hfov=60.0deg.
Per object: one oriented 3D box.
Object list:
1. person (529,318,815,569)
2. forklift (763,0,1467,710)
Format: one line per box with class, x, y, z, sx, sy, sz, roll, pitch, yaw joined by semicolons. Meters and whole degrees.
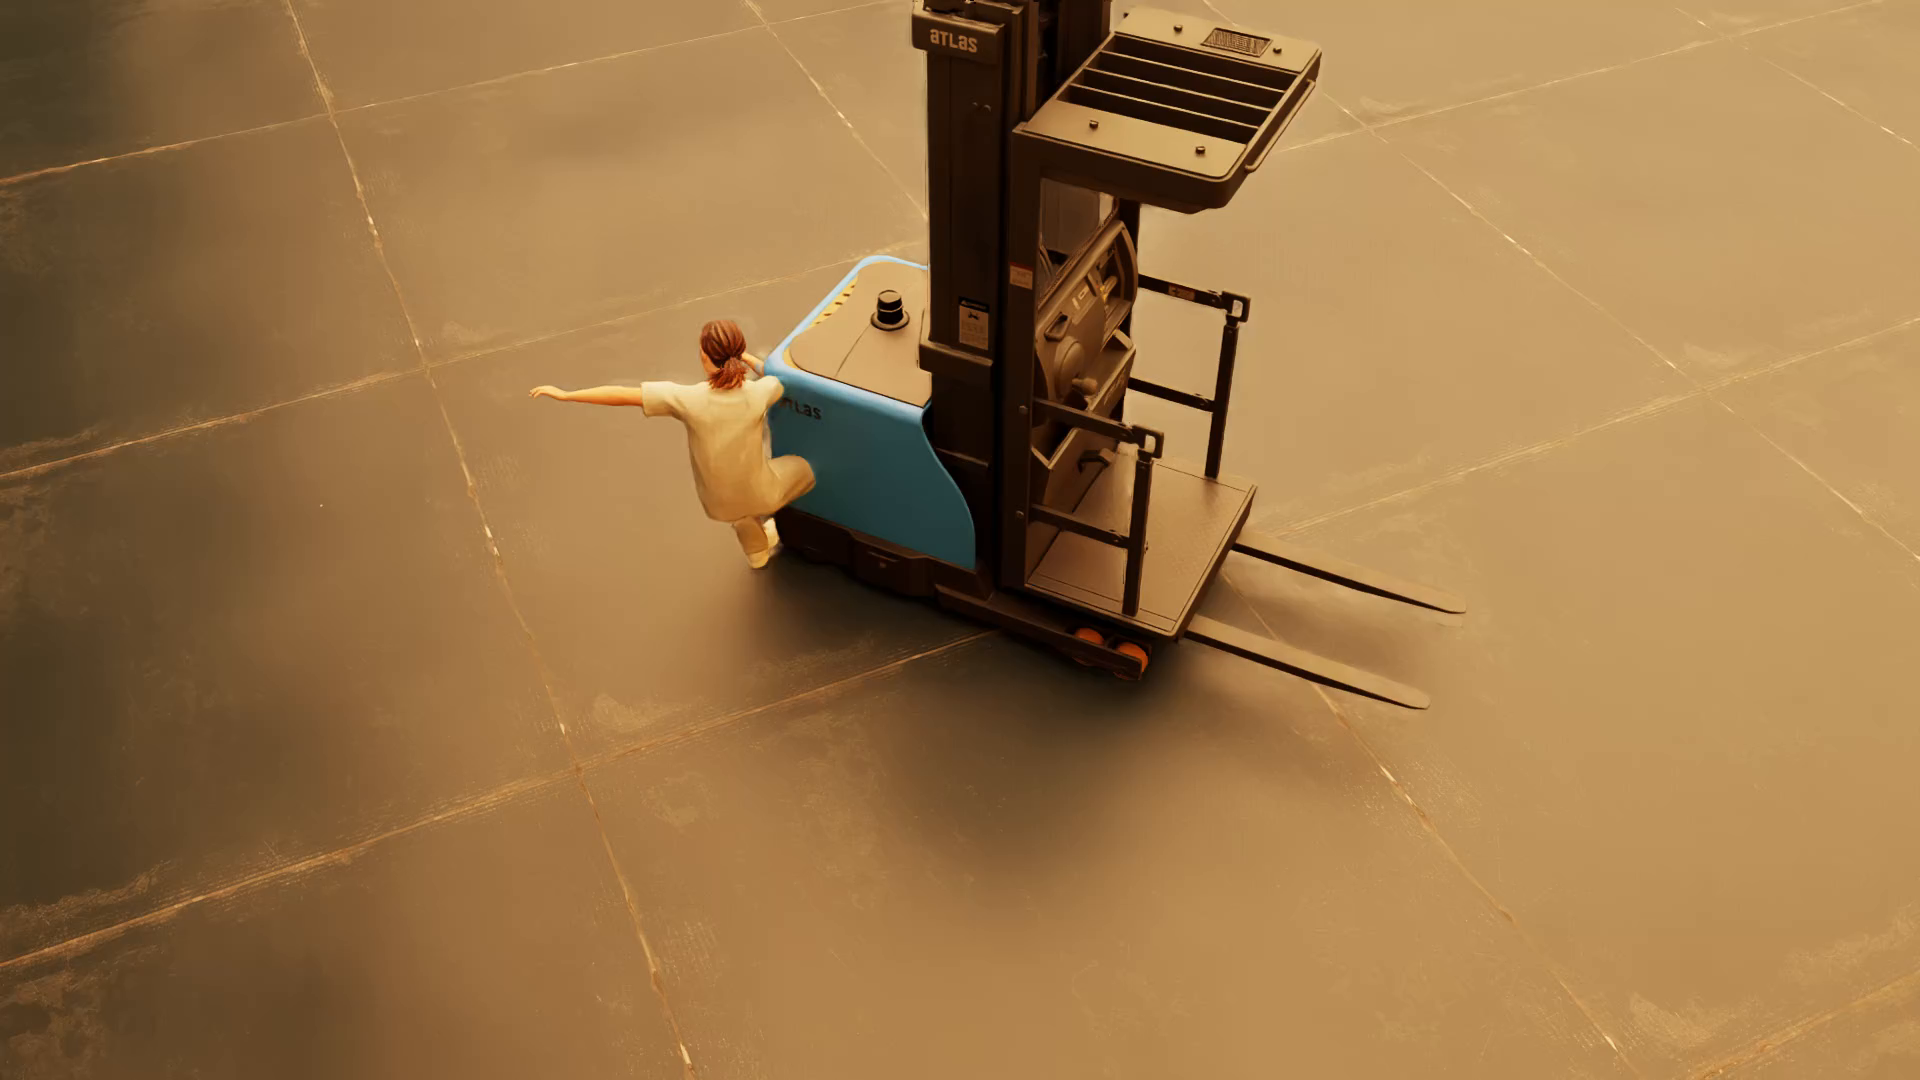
person;-1.054;-0.373;7.235;1.455;1.381;0.700;-7;43;-7
forklift;0.694;-0.884;6.627;3.031;2.935;1.130;19;46;19
